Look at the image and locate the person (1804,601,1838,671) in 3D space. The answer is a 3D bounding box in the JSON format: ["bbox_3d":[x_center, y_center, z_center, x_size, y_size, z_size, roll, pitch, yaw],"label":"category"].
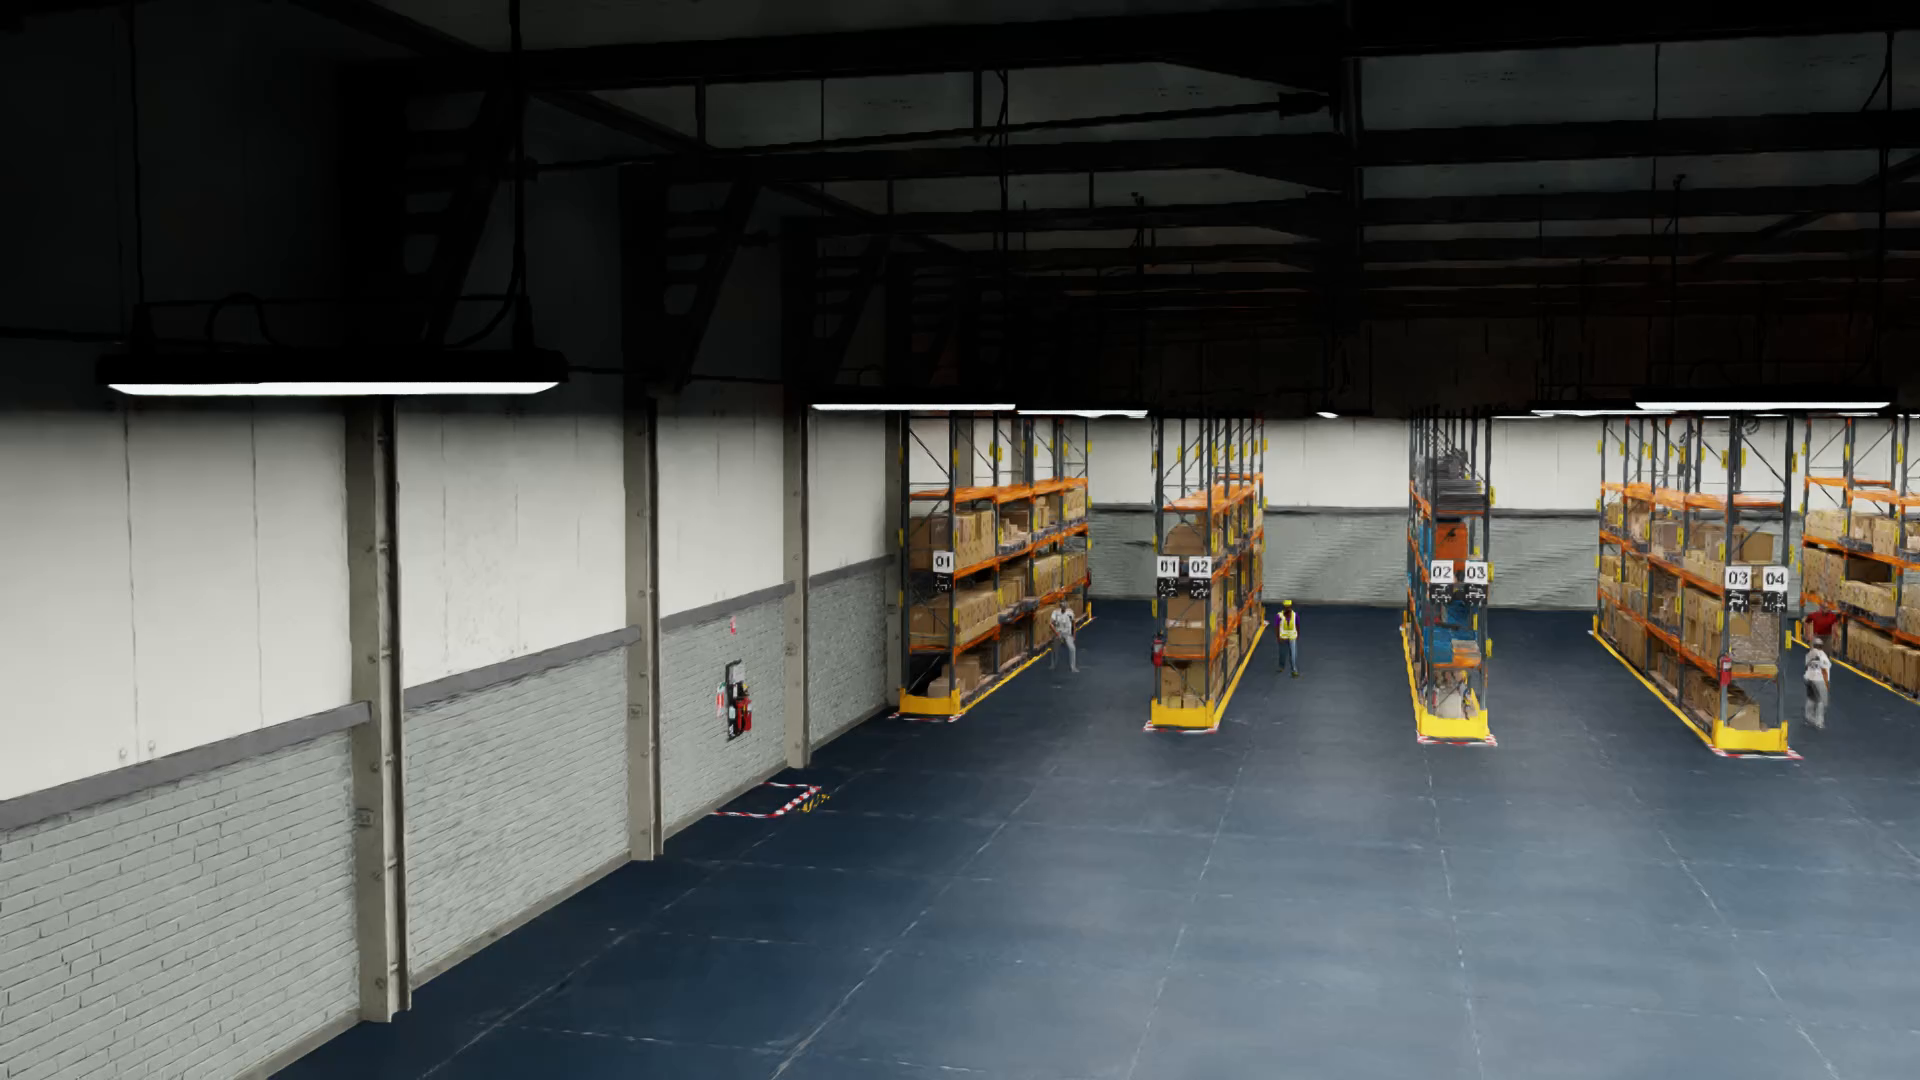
[{"bbox_3d":[19.417,2.200,37.518,0.682,1.676,0.535,1,4,12],"label":"person"}]

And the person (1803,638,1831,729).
[{"bbox_3d":[16.041,2.690,31.103,0.404,1.732,0.559,-1,4,-15],"label":"person"}]

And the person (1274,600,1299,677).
[{"bbox_3d":[7.331,2.186,37.299,0.571,1.708,1.033,0,4,6],"label":"person"}]

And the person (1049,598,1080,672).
[{"bbox_3d":[2.355,2.150,37.906,0.691,1.686,0.860,0,4,-3],"label":"person"}]
